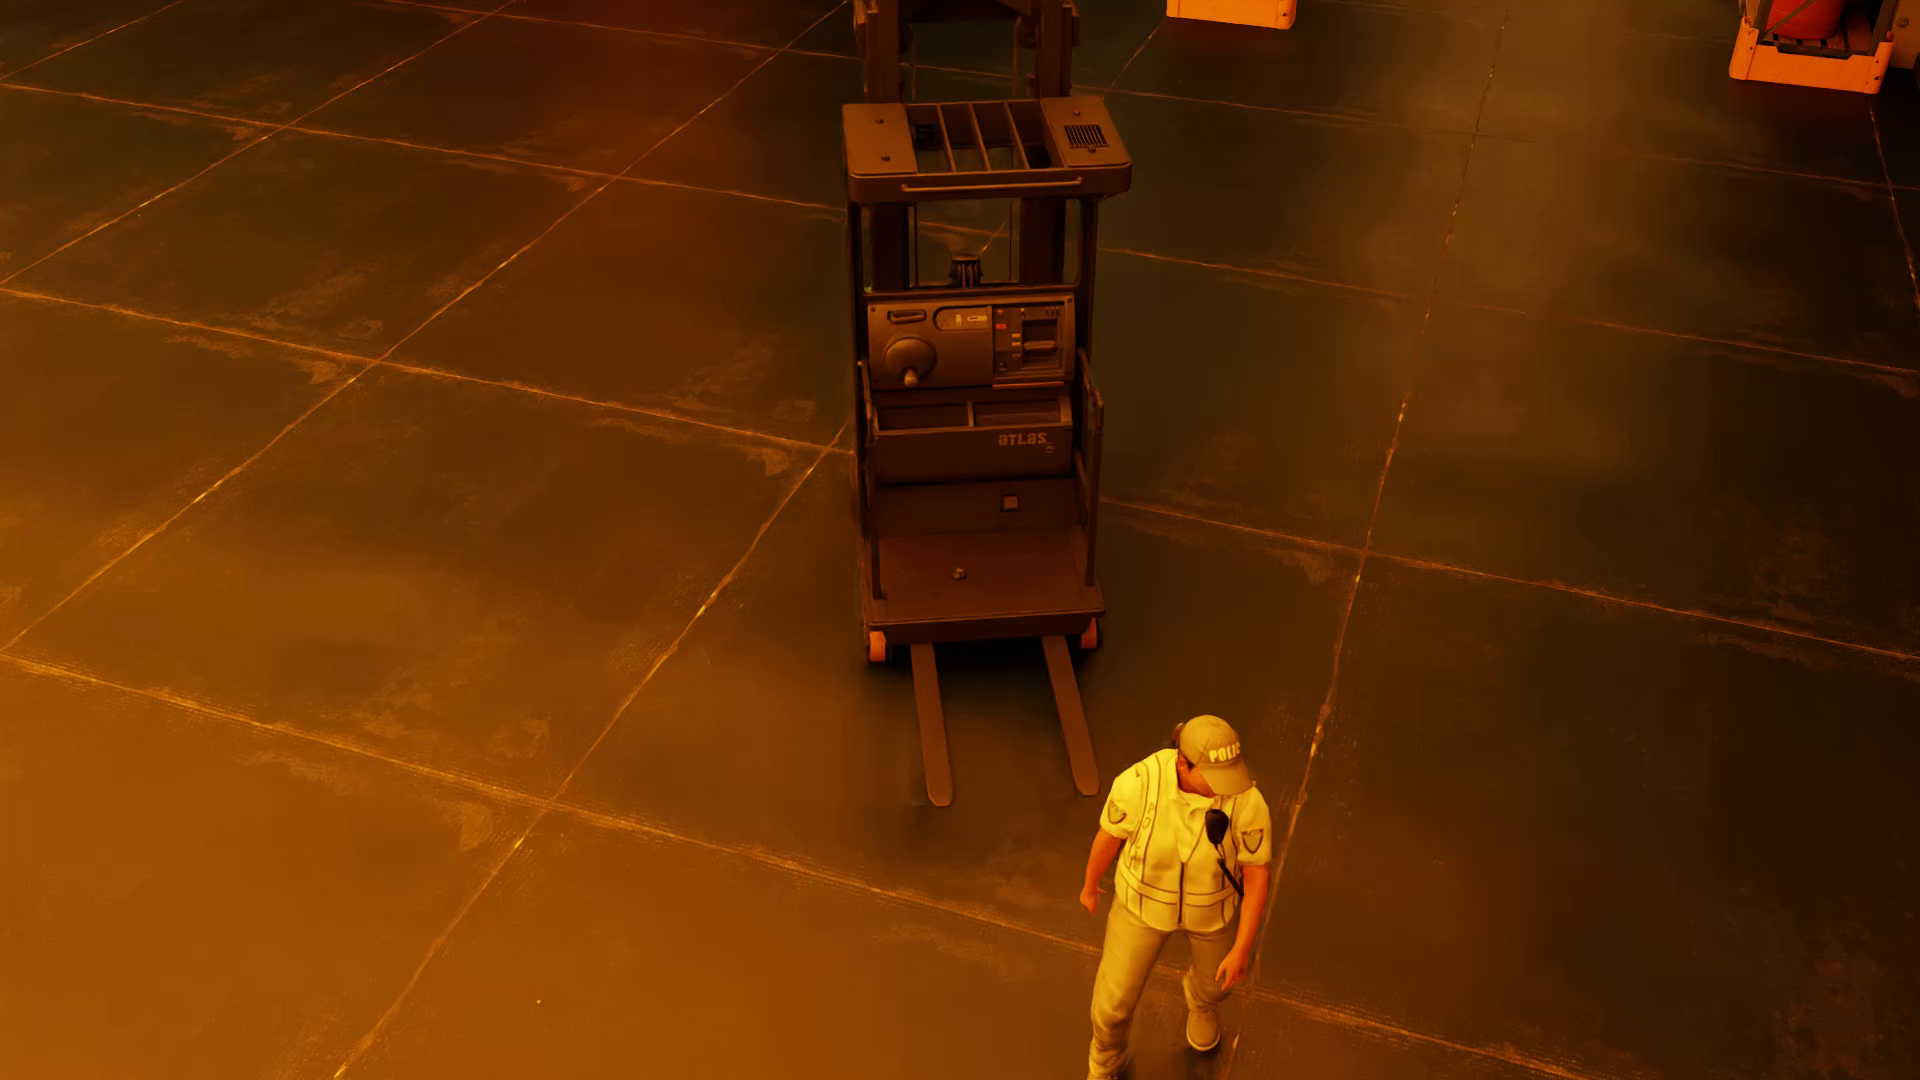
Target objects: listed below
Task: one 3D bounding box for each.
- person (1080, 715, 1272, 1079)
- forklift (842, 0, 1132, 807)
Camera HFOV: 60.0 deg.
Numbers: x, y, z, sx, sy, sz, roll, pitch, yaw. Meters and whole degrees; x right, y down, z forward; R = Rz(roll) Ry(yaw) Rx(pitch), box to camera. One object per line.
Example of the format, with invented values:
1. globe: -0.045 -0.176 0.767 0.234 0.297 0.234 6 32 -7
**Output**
1. person: 0.702 1.211 5.551 0.601 1.614 0.647 3 35 4
2. forklift: 0.079 -0.825 7.274 1.130 2.935 3.031 -3 35 -5
